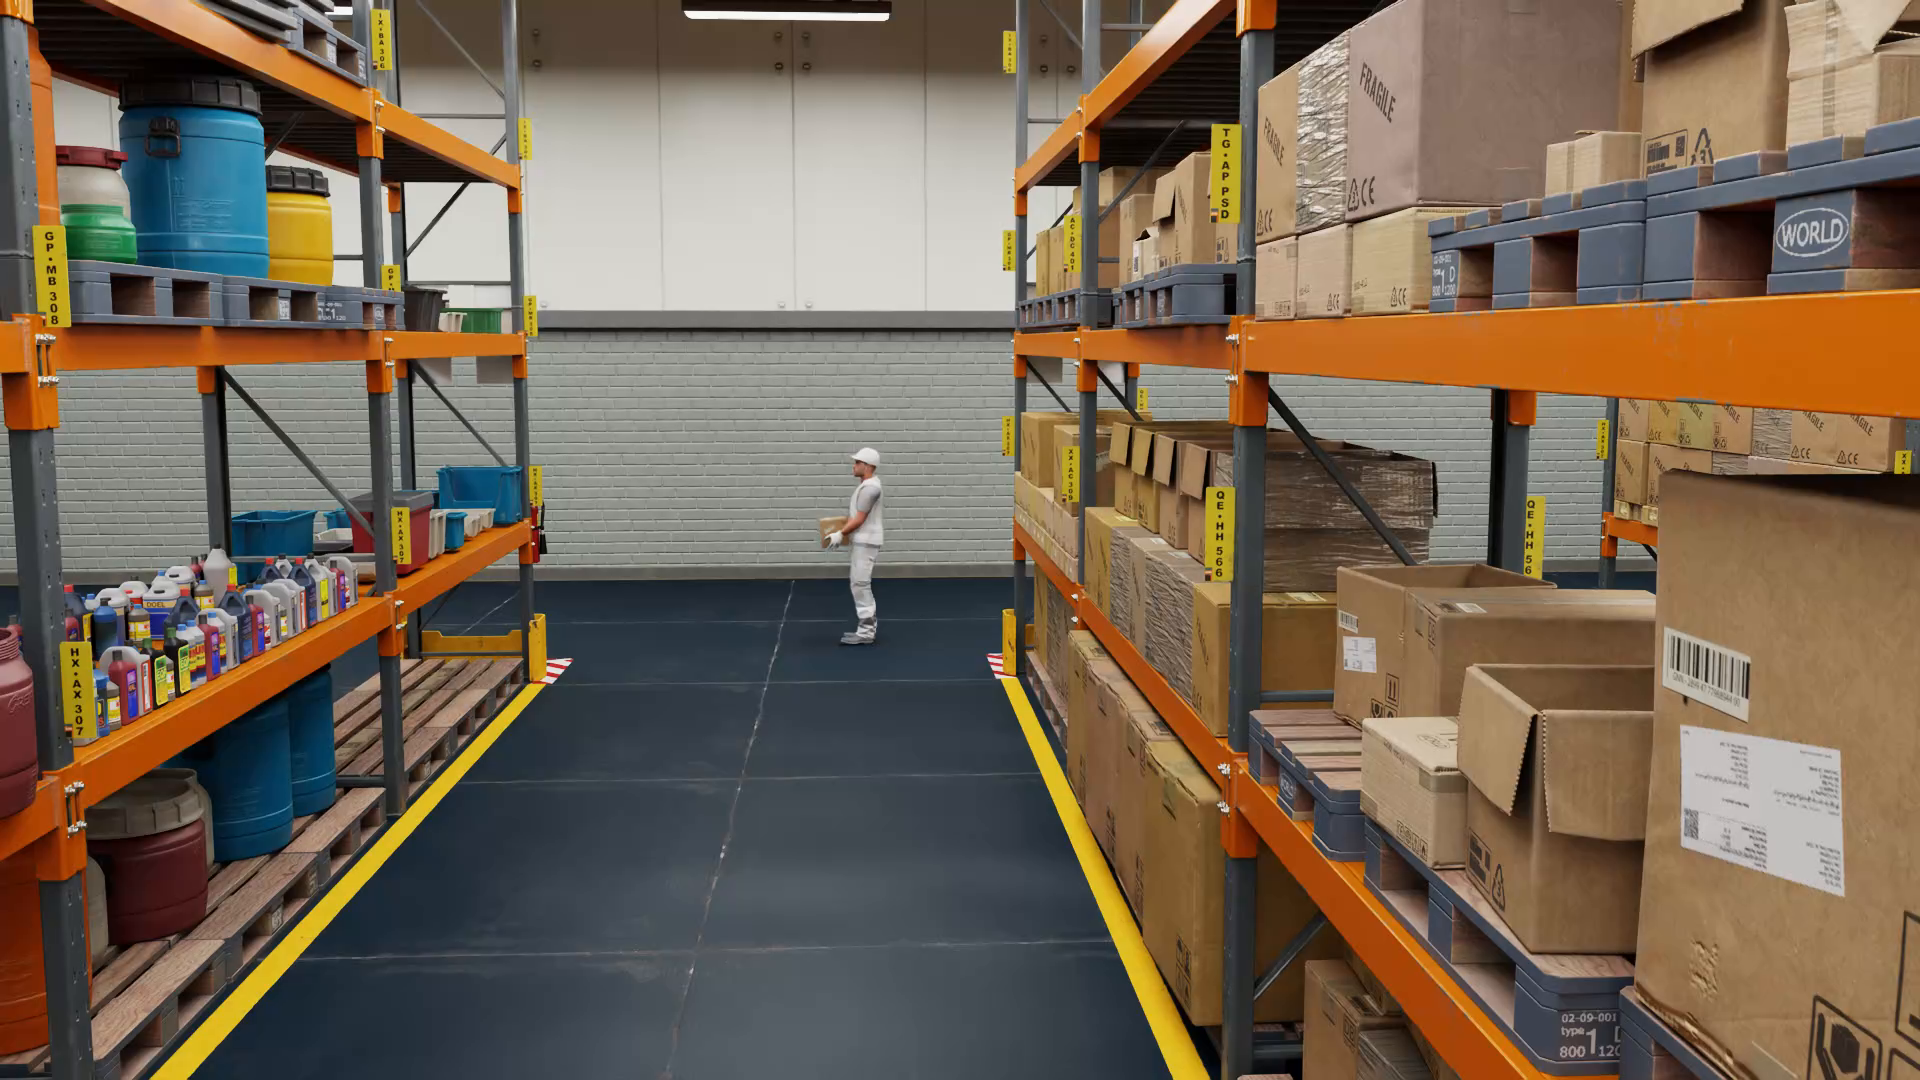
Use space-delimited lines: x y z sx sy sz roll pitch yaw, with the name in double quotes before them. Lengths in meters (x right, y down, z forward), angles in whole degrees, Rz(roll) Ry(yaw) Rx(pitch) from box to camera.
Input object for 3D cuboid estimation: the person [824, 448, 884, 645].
"person" -0.968 0.053 15.176 0.547 1.793 0.519 0 7 -4
